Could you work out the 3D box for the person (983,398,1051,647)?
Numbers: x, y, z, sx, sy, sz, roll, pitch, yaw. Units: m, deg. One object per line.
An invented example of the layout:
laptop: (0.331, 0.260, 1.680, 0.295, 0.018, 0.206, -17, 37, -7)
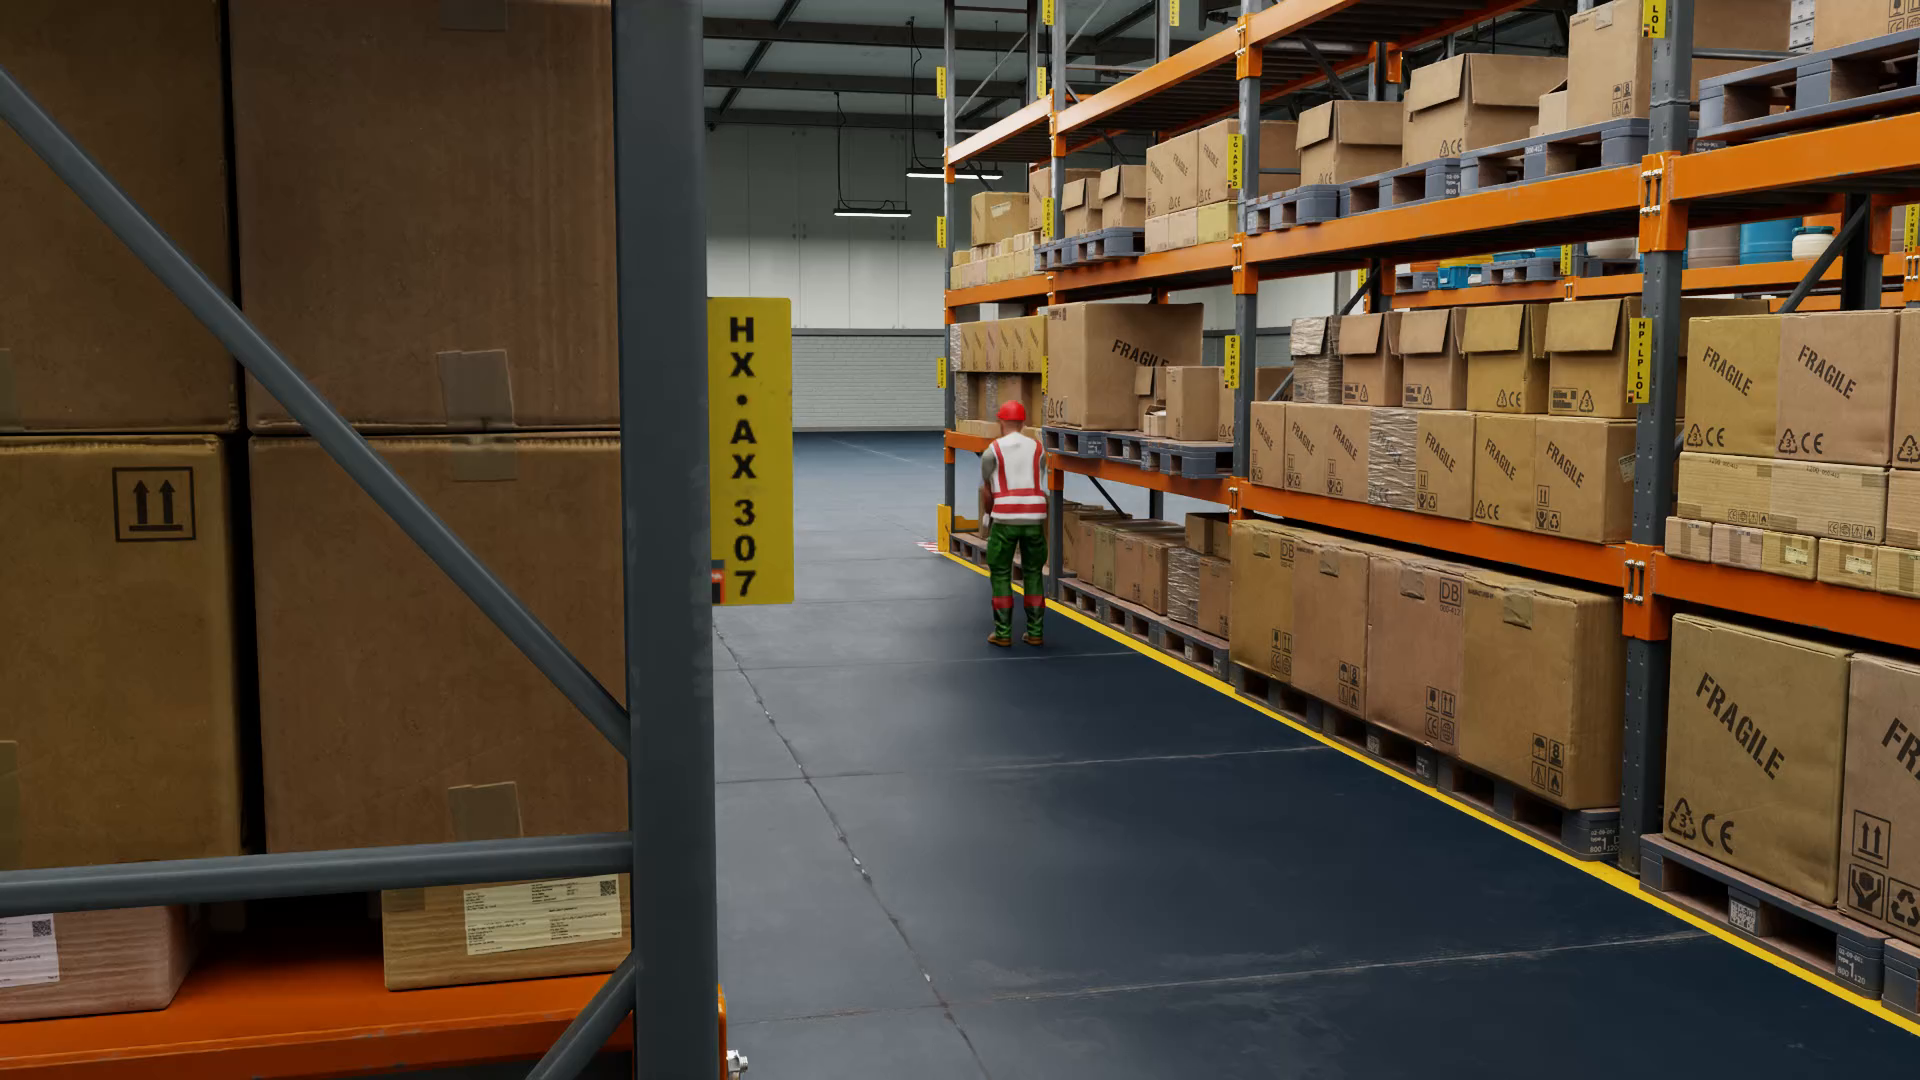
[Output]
person: (0.382, -0.139, 12.109, 0.494, 1.784, 0.554, -1, 6, -13)
